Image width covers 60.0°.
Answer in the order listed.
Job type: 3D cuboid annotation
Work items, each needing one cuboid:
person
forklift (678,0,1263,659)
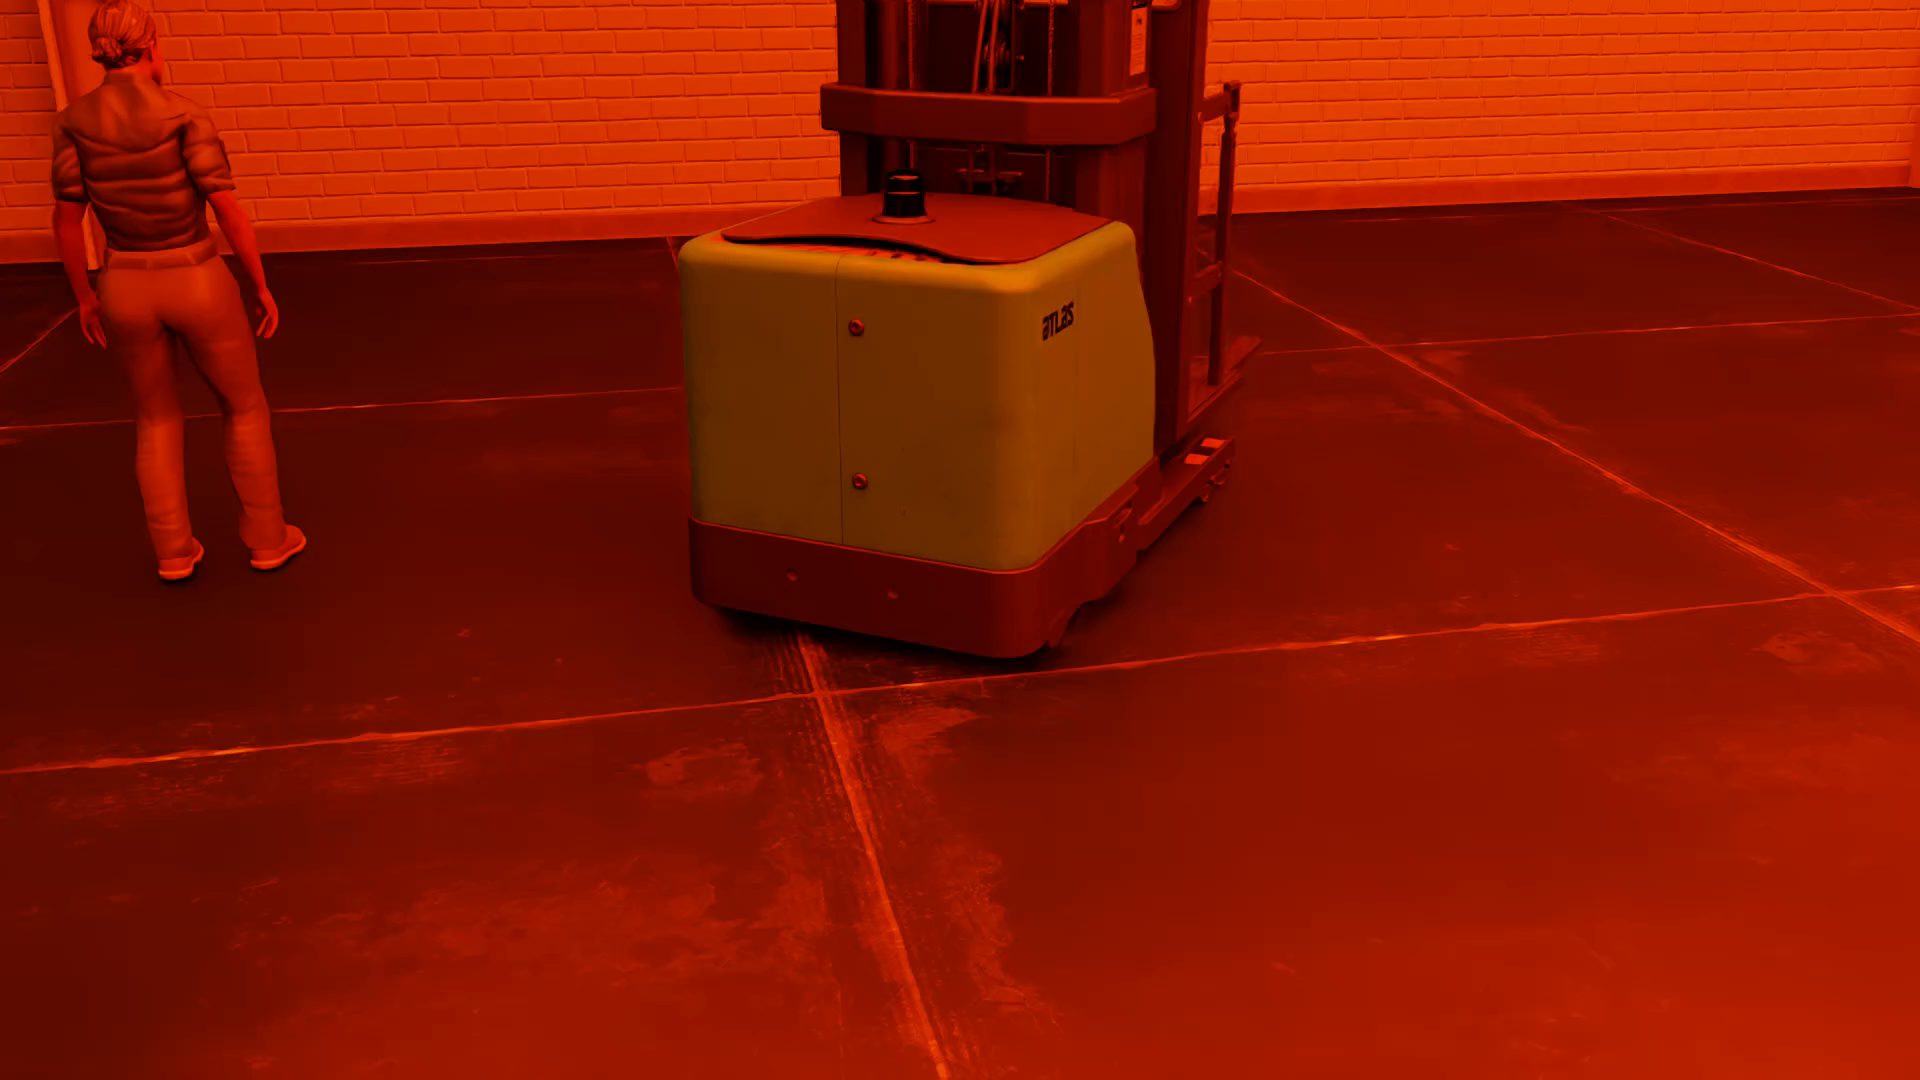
[{"bbox_3d":[-2.272,-0.700,4.819,0.553,1.652,0.377,-3,21,-7],"label":"person"},{"bbox_3d":[0.313,-1.552,5.254,1.130,2.935,3.031,9,23,23],"label":"forklift"}]
